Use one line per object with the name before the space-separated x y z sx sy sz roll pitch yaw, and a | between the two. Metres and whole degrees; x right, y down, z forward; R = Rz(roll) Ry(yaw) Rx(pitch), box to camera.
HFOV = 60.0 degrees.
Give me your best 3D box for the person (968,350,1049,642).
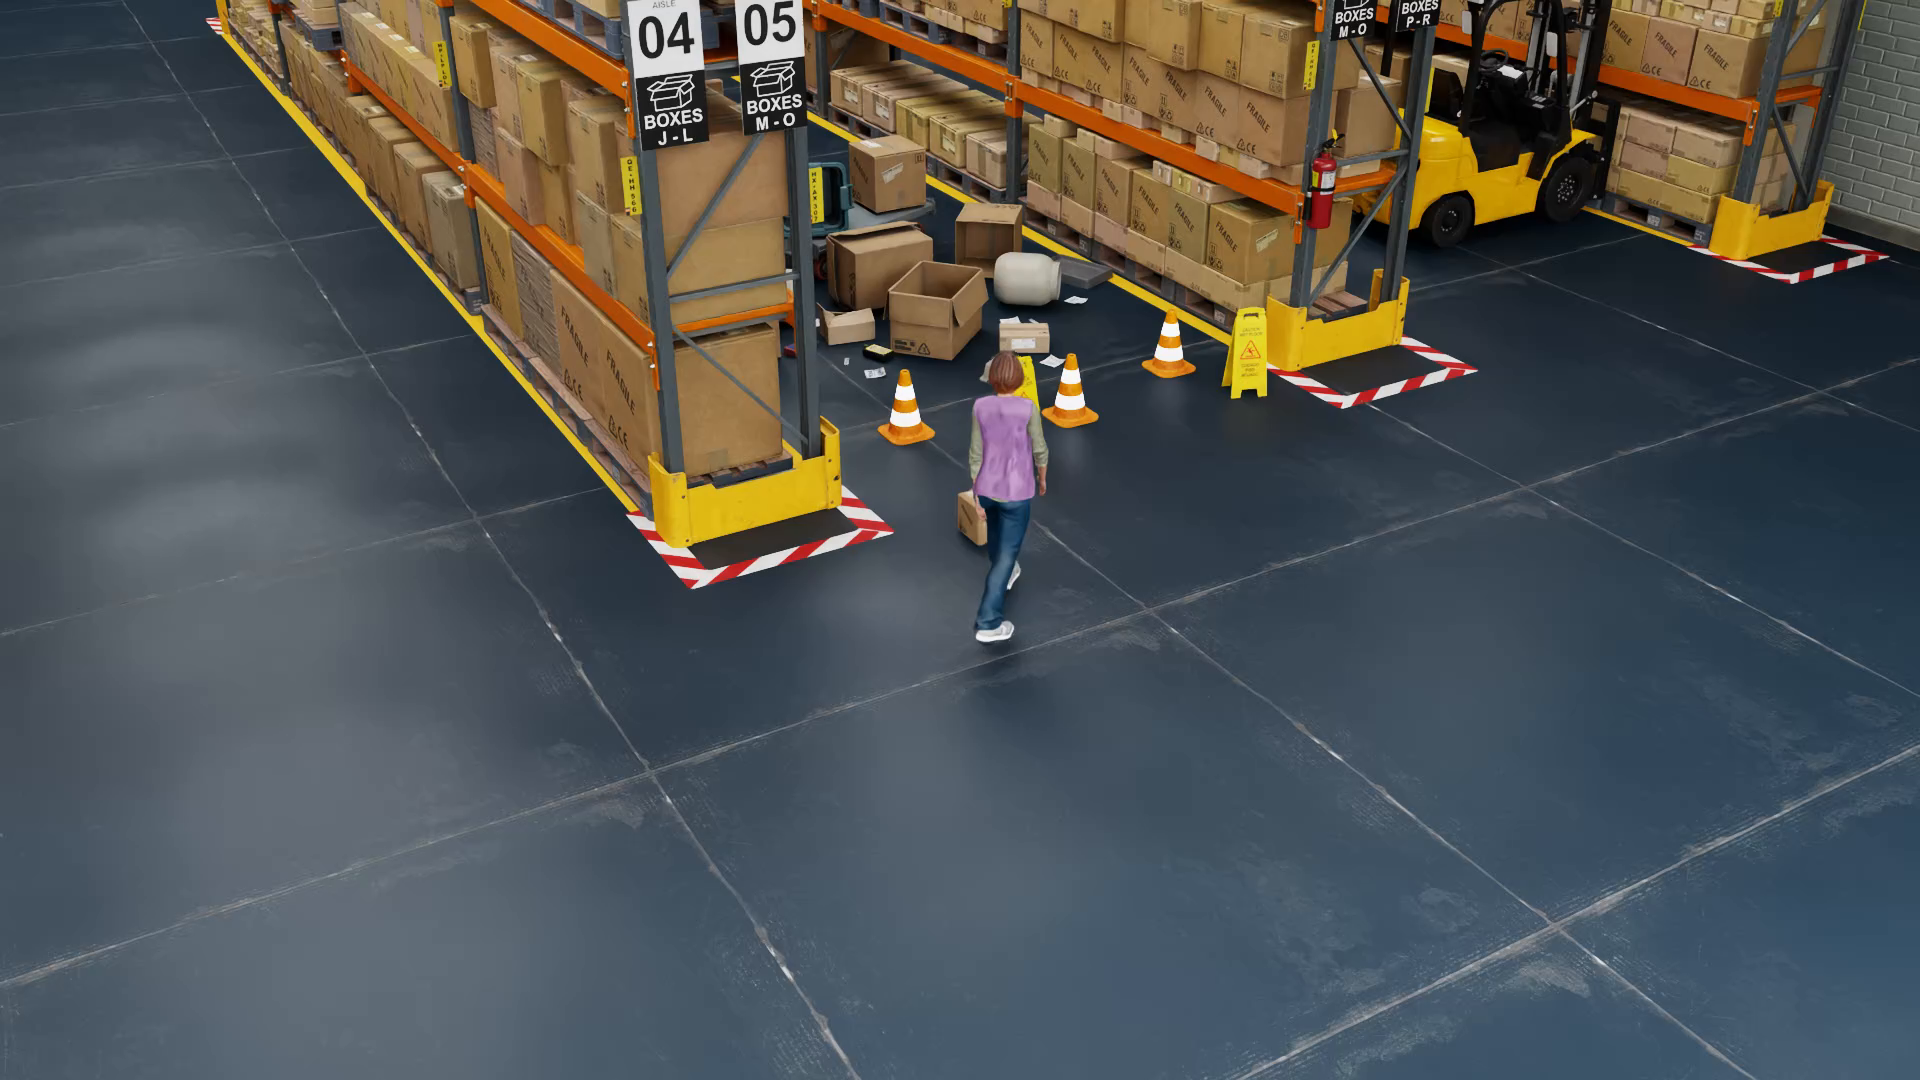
person | 0.254 -0.267 9.043 0.396 1.539 0.916 12 32 20
